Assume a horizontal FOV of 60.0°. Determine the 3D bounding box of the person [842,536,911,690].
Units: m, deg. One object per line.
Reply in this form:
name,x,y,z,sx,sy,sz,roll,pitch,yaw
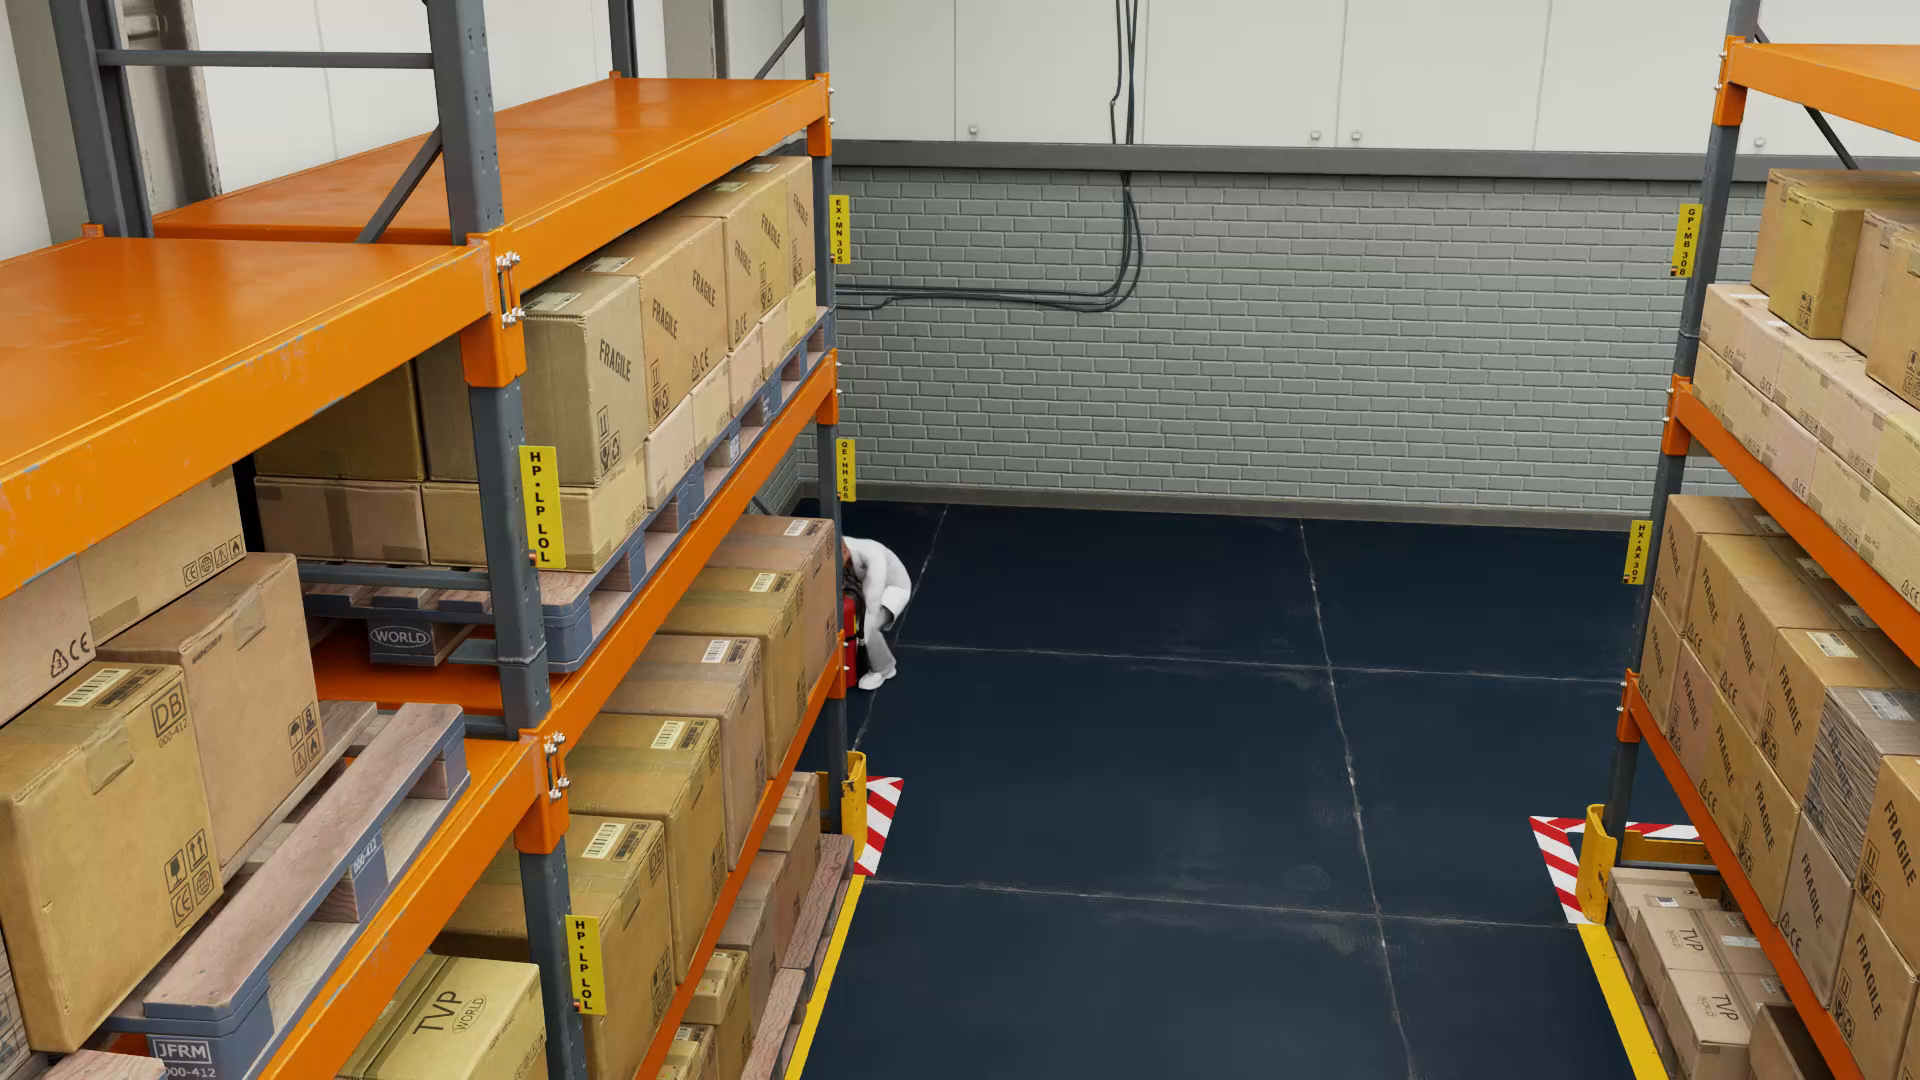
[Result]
person,-0.661,0.413,10.926,0.617,1.134,0.861,17,26,37
